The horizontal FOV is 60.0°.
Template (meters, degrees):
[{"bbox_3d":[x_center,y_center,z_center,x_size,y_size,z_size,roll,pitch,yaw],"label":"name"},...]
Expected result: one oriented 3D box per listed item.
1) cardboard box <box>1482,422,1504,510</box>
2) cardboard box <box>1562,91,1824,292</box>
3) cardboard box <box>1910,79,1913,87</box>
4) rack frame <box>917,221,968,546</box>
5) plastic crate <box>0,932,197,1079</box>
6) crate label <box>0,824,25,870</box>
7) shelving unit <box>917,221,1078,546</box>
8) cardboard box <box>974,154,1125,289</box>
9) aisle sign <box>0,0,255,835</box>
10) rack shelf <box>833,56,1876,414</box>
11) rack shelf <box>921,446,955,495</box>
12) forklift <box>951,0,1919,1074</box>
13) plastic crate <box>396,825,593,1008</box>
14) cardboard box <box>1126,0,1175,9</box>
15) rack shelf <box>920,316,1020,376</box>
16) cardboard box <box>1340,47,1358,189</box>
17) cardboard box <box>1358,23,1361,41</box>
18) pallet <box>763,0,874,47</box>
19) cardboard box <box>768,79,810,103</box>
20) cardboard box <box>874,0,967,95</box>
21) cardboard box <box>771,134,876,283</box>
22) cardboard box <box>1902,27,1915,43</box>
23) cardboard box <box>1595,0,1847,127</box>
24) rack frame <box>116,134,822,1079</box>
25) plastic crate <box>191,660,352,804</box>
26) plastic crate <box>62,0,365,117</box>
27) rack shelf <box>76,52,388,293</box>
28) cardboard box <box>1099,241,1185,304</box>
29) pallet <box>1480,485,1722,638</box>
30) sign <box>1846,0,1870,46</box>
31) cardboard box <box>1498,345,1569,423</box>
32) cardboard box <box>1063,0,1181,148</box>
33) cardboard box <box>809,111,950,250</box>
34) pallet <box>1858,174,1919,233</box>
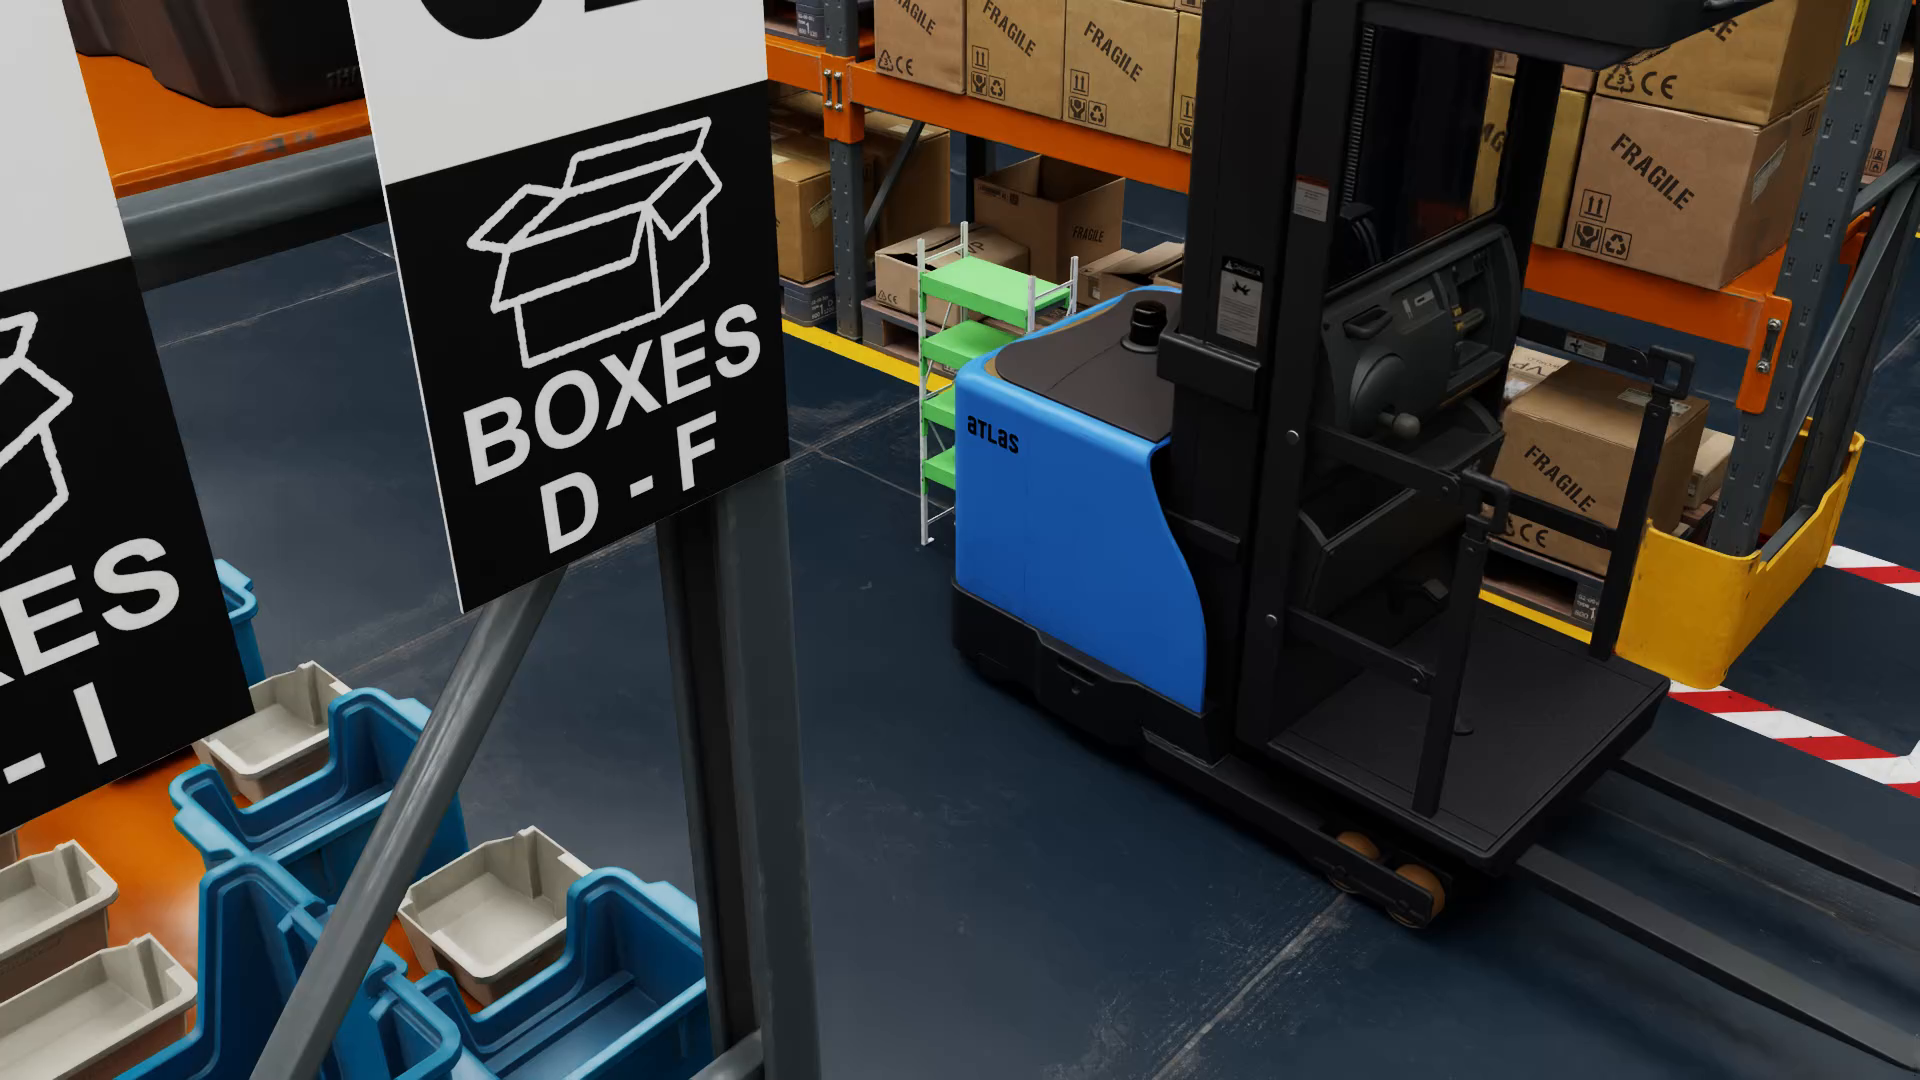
[{"bbox_3d":[1.956,-0.281,6.129,0.250,0.166,0.380,25,39,35],"label":"cardboard box"},{"bbox_3d":[2.249,-1.132,5.125,0.500,0.500,0.500,26,40,36],"label":"cardboard box"},{"bbox_3d":[5.282,-2.499,8.881,0.250,0.149,0.380,25,39,35],"label":"cardboard box"},{"bbox_3d":[-0.058,-0.541,5.986,0.015,1.200,0.240,25,39,35],"label":"rack frame"},{"bbox_3d":[-1.289,0.729,2.328,0.243,0.136,0.396,25,39,35],"label":"plastic crate"},{"bbox_3d":[-1.717,0.536,2.648,0.243,0.136,0.396,25,39,35],"label":"crate label"},{"bbox_3d":[0.123,-0.457,5.845,0.503,1.200,0.258,25,39,35],"label":"shelving unit"},{"bbox_3d":[0.411,-1.451,7.749,0.500,0.500,0.500,25,39,35],"label":"cardboard box"},{"bbox_3d":[-0.706,-0.122,1.024,0.004,0.787,0.394,25,39,35],"label":"aisle sign"},{"bbox_3d":[1.281,-1.422,6.401,4.000,0.370,1.077,25,39,35],"label":"rack shelf"},{"bbox_3d":[0.123,-0.196,6.002,0.480,0.148,0.258,25,39,35],"label":"rack shelf"},{"bbox_3d":[1.375,-0.511,4.257,3.031,2.935,1.130,27,40,37],"label":"forklift"},{"bbox_3d":[-0.707,0.588,2.562,0.298,0.136,0.250,25,39,35],"label":"plastic crate"},{"bbox_3d":[0.723,-2.266,6.040,0.500,0.500,0.500,24,38,34],"label":"cardboard box"},{"bbox_3d":[0.123,-0.608,5.755,0.480,0.148,0.258,25,39,35],"label":"rack shelf"},{"bbox_3d":[1.496,-1.485,5.711,0.500,0.500,0.500,25,39,35],"label":"cardboard box"},{"bbox_3d":[1.487,-1.910,5.448,0.500,0.500,0.500,26,40,36],"label":"cardboard box"},{"bbox_3d":[-0.721,-2.658,7.944,1.213,0.211,1.003,25,39,35],"label":"pallet"},{"bbox_3d":[-1.138,-2.468,8.711,0.500,0.250,0.500,25,39,35],"label":"cardboard box"},{"bbox_3d":[-0.006,-2.185,6.873,0.500,0.500,0.500,26,40,36],"label":"cardboard box"},{"bbox_3d":[-0.760,-1.601,7.998,0.500,0.500,0.500,25,39,35],"label":"cardboard box"},{"bbox_3d":[5.350,-2.733,9.268,0.250,0.149,0.380,25,39,35],"label":"cardboard box"},{"bbox_3d":[2.250,-1.558,4.863,0.500,0.500,0.500,25,39,35],"label":"cardboard box"},{"bbox_3d":[-0.565,0.856,1.919,0.053,2.616,0.949,25,39,35],"label":"rack frame"},{"bbox_3d":[-1.210,0.353,2.952,0.298,0.136,0.250,25,39,35],"label":"plastic crate"},{"bbox_3d":[-0.661,-0.614,1.580,0.590,0.269,0.497,25,39,35],"label":"plastic crate"},{"bbox_3d":[-2.045,-0.814,2.483,4.000,0.370,1.077,25,39,35],"label":"rack shelf"},{"bbox_3d":[0.967,-1.111,7.367,0.500,0.311,0.500,25,39,35],"label":"cardboard box"},{"bbox_3d":[2.116,-0.145,6.286,1.213,0.211,1.003,25,39,35],"label":"pallet"},{"bbox_3d":[2.377,-1.464,4.345,0.005,0.325,0.100,25,39,35],"label":"sign"},{"bbox_3d":[2.181,-0.518,6.442,0.500,0.250,0.500,25,39,35],"label":"cardboard box"},{"bbox_3d":[0.745,-1.835,6.292,0.500,0.500,0.500,25,39,35],"label":"cardboard box"},{"bbox_3d":[-0.397,-1.800,8.329,0.500,0.500,0.500,23,38,33],"label":"cardboard box"},{"bbox_3d":[5.440,-1.986,9.344,1.213,0.211,1.003,25,39,35],"label":"pallet"}]
